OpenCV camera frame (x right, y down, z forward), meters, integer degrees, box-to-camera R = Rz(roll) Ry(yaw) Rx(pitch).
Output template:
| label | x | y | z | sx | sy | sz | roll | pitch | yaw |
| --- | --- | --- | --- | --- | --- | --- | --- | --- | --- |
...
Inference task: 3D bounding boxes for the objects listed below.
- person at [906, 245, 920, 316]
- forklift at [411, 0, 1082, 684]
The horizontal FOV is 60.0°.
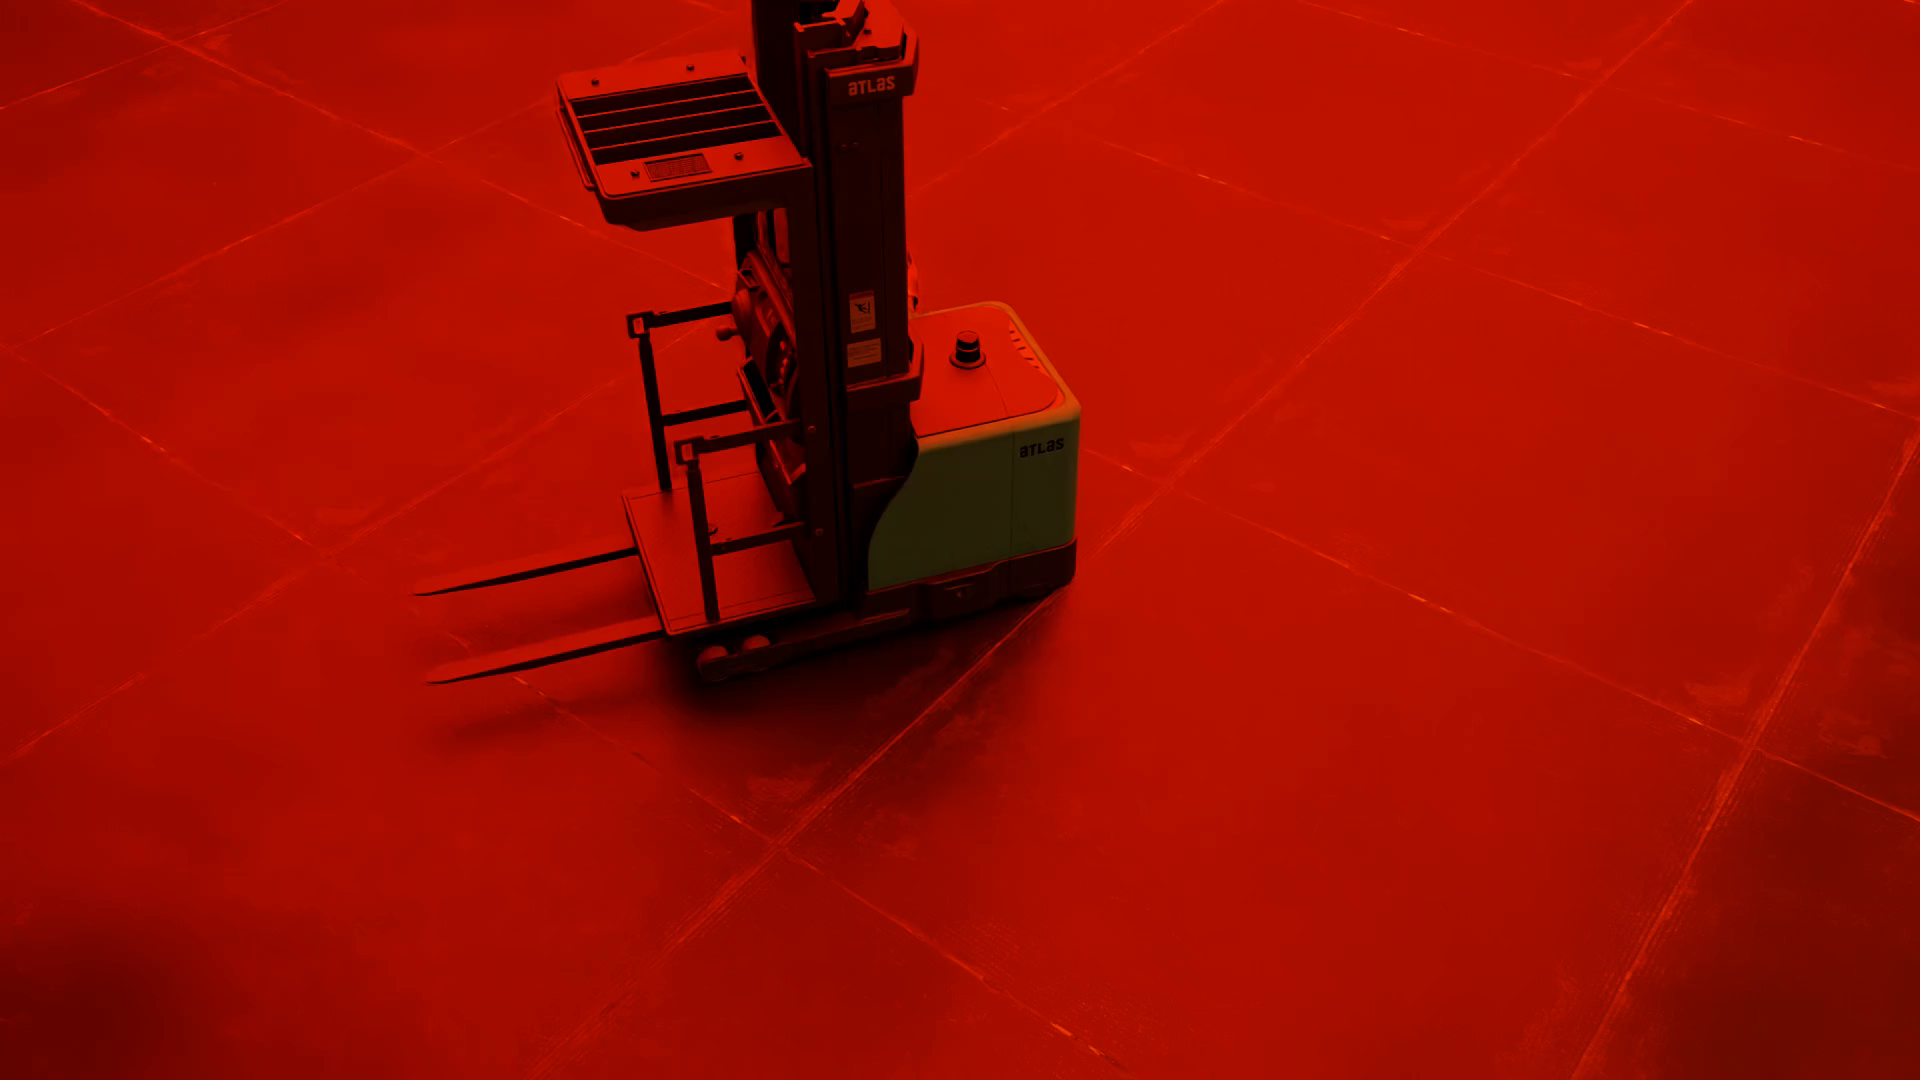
| label | x | y | z | sx | sy | sz | roll | pitch | yaw |
| --- | --- | --- | --- | --- | --- | --- | --- | --- | --- |
| person | -0.414 | -0.921 | 8.408 | 0.879 | 1.355 | 0.701 | 25 | 47 | 27 |
| forklift | -1.015 | -0.858 | 7.080 | 3.031 | 2.935 | 1.130 | -13 | 42 | -15 |
